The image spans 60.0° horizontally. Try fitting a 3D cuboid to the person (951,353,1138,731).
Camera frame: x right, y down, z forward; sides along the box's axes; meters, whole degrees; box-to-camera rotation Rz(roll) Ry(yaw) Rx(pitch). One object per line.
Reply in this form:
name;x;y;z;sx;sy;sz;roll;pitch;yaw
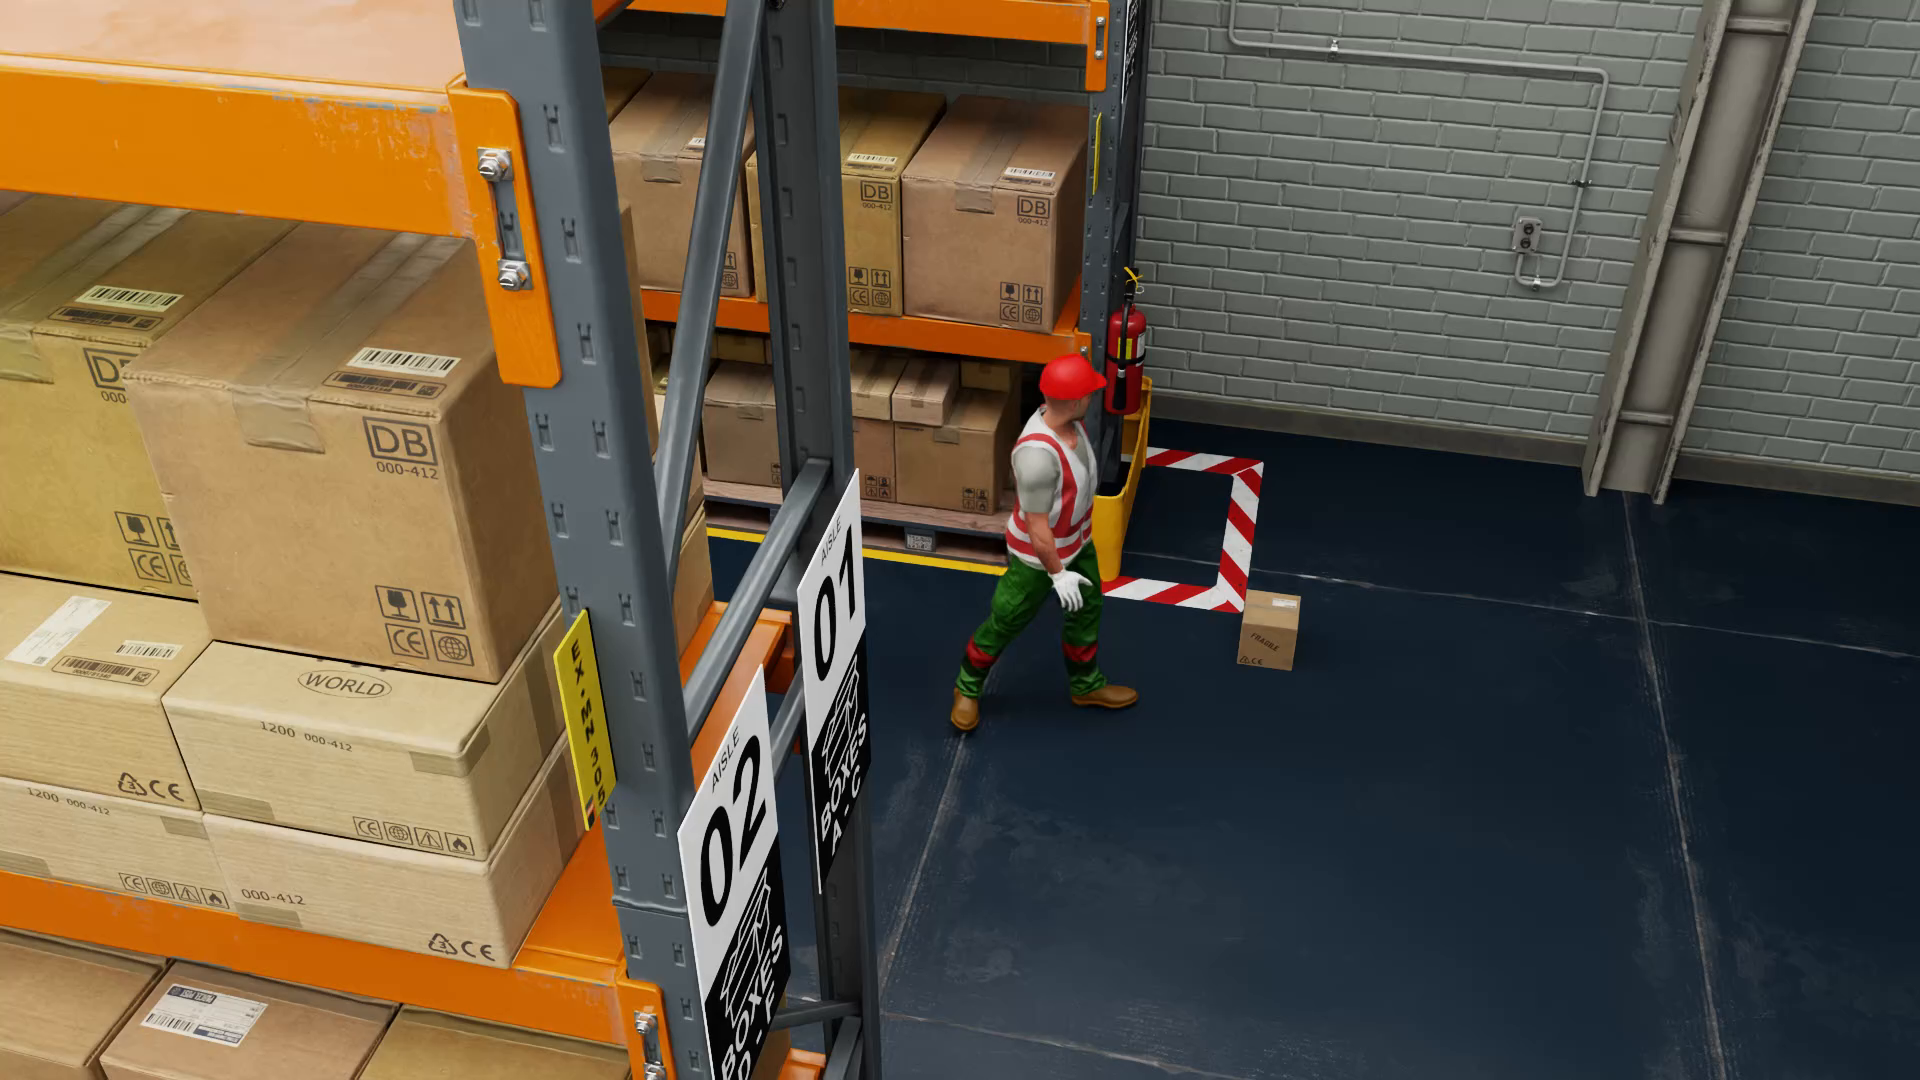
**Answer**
person;0.345;0.057;6.873;0.731;1.776;0.639;18;40;23
